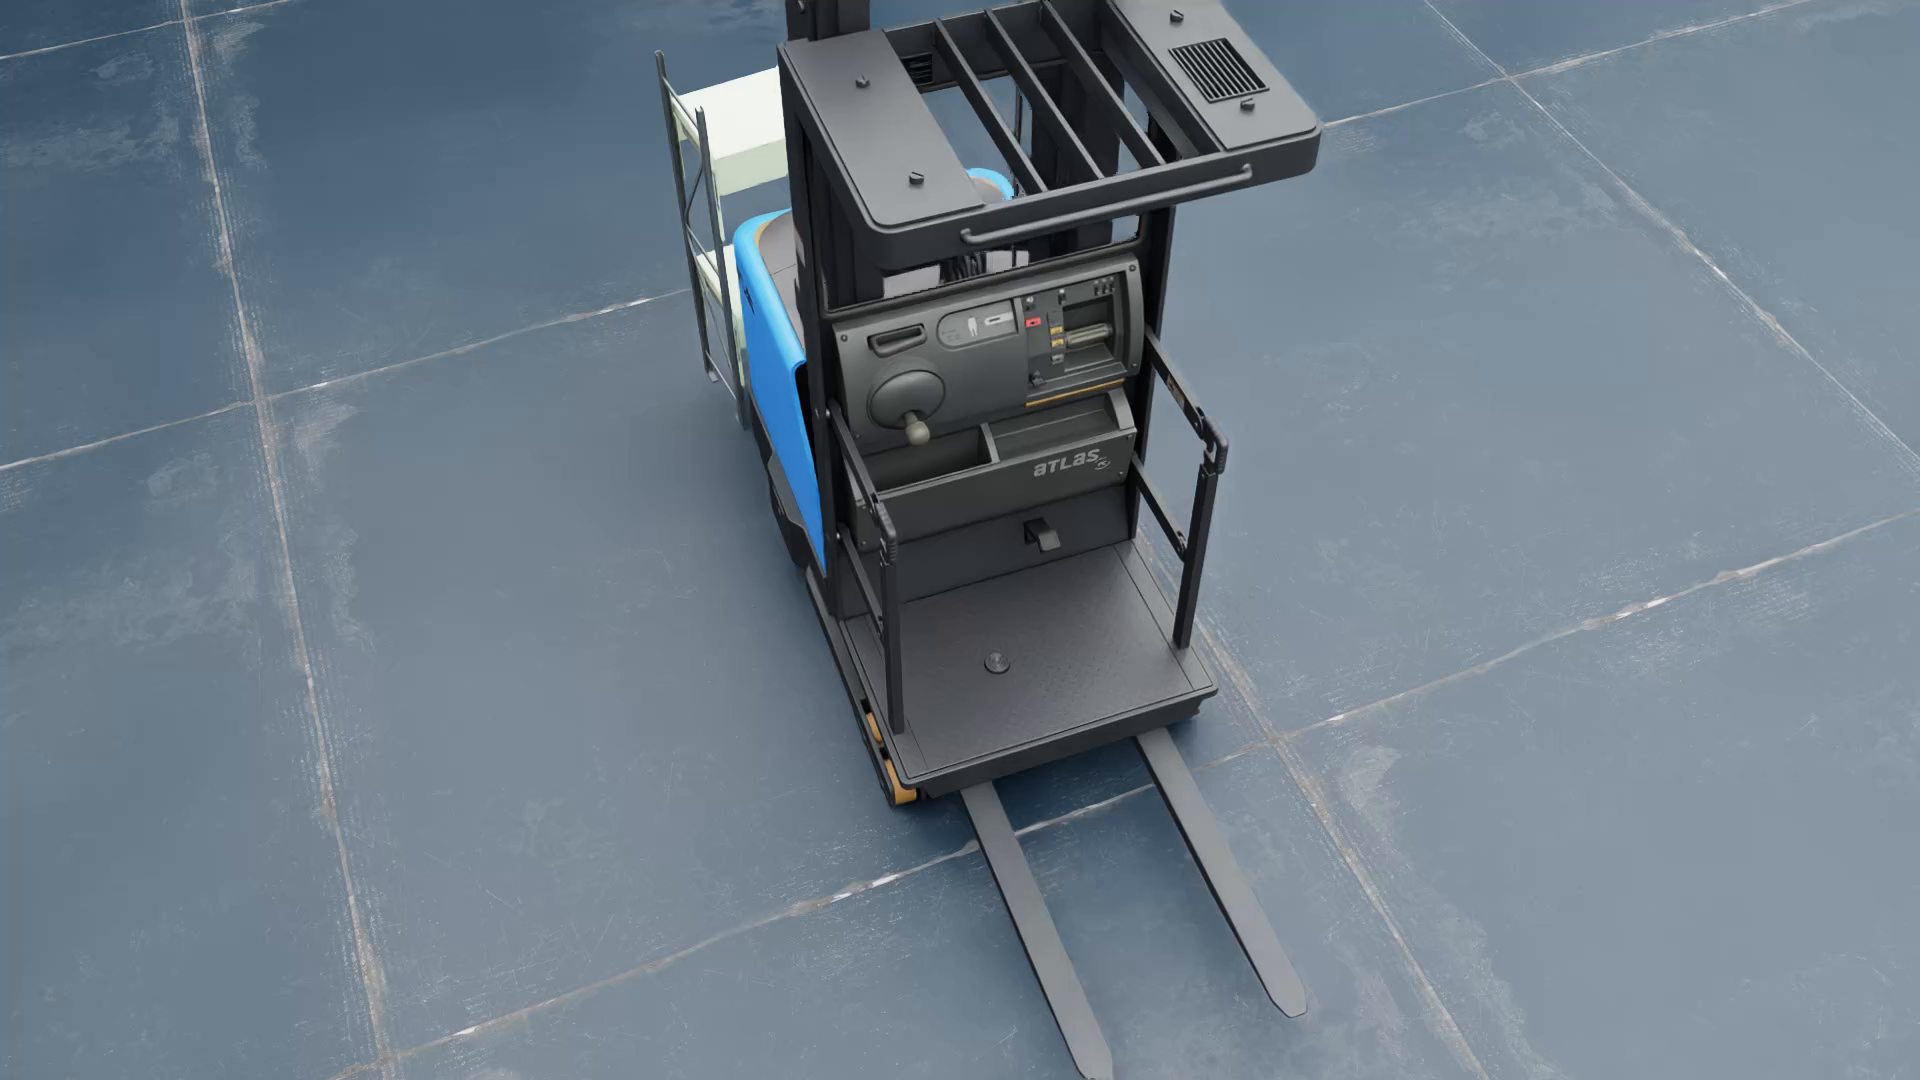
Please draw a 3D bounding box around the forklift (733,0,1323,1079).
[{"bbox_3d":[0.172,-0.444,4.699,1.130,2.935,3.031,-15,51,-13],"label":"forklift"}]

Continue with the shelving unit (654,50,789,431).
[{"bbox_3d":[-0.625,-1.191,6.284,0.755,1.500,0.431,-22,53,-18],"label":"shelving unit"}]

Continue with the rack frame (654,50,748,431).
[{"bbox_3d":[-0.948,-1.061,6.172,0.023,1.500,0.400,-22,53,-18],"label":"rack frame"}]

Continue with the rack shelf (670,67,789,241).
[{"bbox_3d":[-0.625,-1.446,5.988,0.720,0.370,0.431,-22,53,-18],"label":"rack shelf"}]

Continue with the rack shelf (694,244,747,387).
[{"bbox_3d":[-0.625,-0.979,6.532,0.720,0.370,0.431,-22,53,-18],"label":"rack shelf"}]
